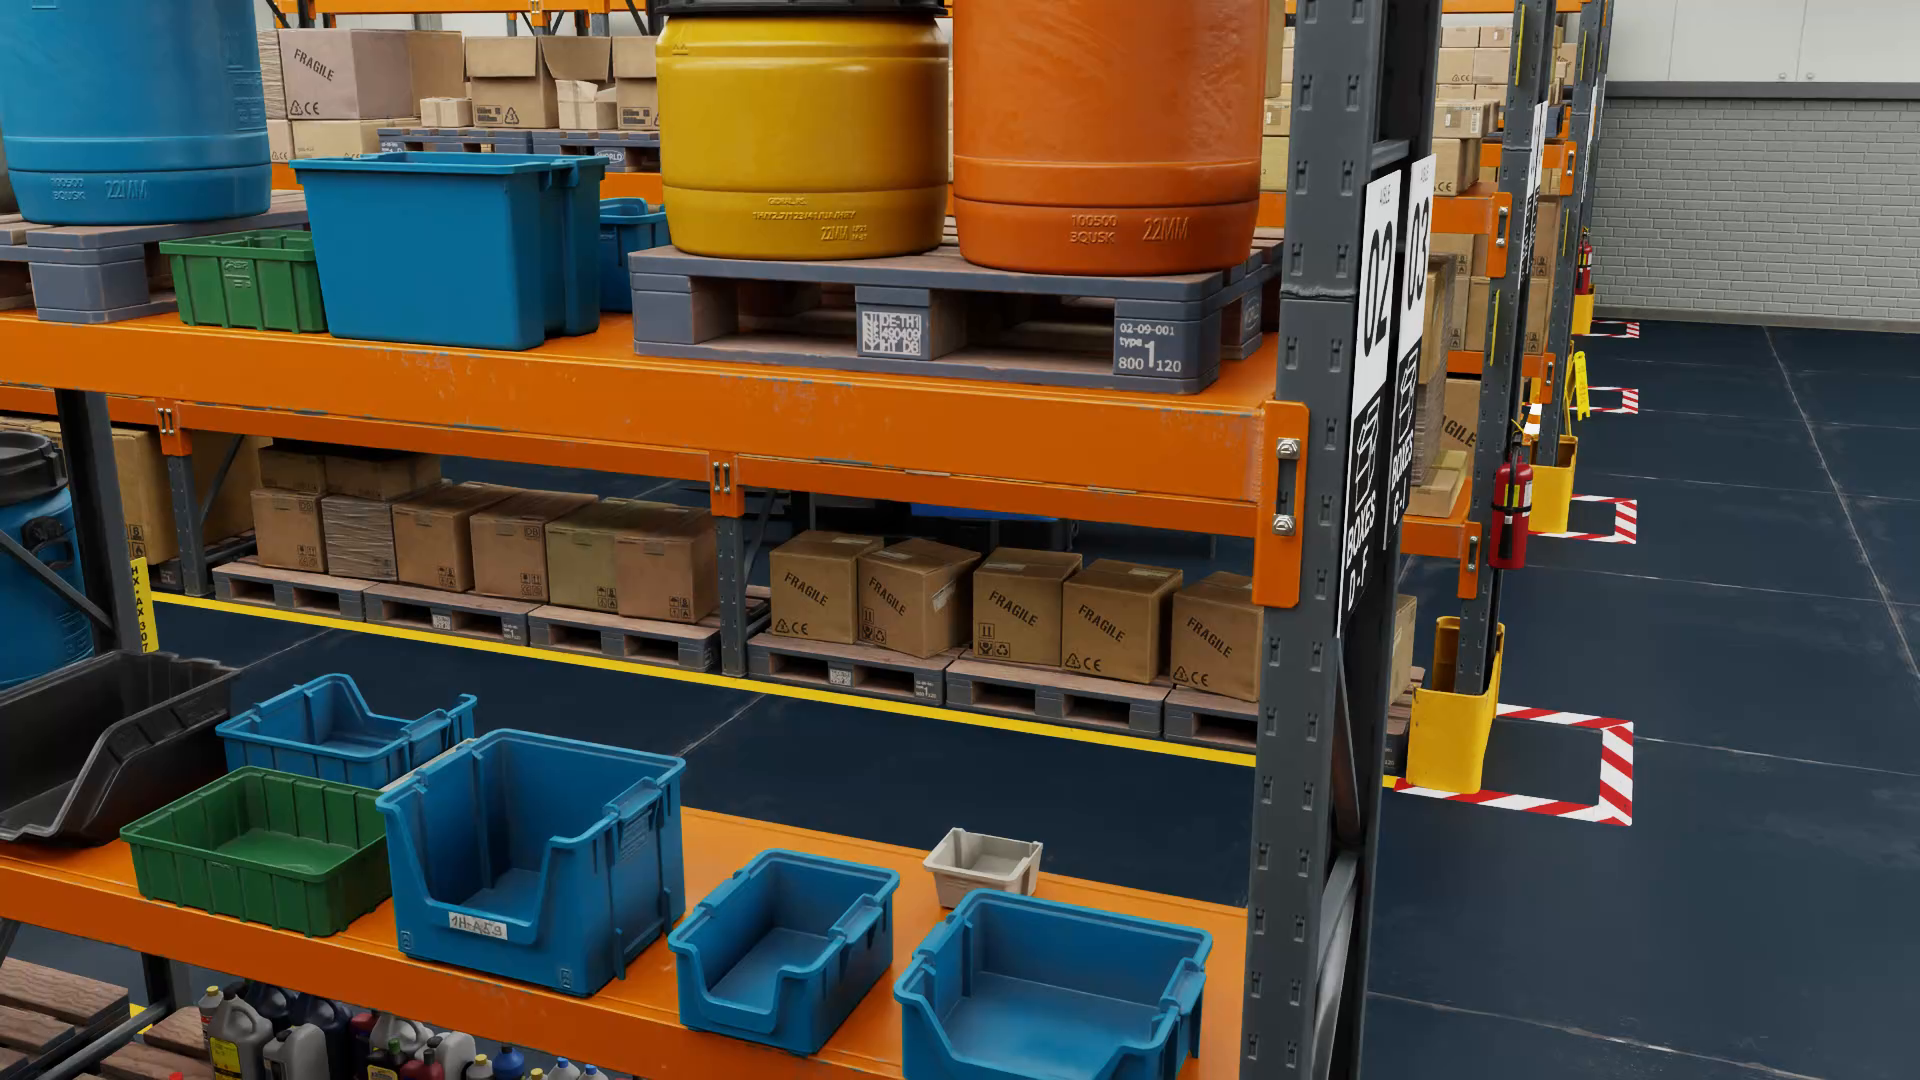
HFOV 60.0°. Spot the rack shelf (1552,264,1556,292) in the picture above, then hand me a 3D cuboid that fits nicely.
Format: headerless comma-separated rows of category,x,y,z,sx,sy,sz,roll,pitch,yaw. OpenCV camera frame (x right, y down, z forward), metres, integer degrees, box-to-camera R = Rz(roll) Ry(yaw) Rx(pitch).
rack shelf,4.377,-2.806,17.749,4.000,0.370,1.077,6,17,21

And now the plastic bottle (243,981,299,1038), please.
plastic bottle,-2.232,1.551,5.414,0.185,0.351,0.144,6,17,19

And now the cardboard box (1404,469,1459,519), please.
cardboard box,2.261,-0.232,8.042,0.250,0.149,0.380,6,17,21

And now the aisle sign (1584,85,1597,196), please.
aisle sign,4.692,-2.972,12.367,0.004,0.787,0.394,6,17,21

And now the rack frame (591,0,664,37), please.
rack frame,-2.927,-5.352,14.469,0.127,3.000,1.000,6,17,21

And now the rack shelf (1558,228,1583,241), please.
rack shelf,6.195,-4.094,22.185,4.000,0.370,1.077,6,17,21

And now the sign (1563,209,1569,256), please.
sign,4.303,-2.183,11.812,0.005,0.325,0.100,6,17,21

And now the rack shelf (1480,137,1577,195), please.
rack shelf,2.655,-2.952,12.873,4.000,0.370,1.077,6,17,21

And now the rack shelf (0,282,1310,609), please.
rack shelf,-1.076,-0.392,4.053,4.000,0.370,1.077,6,17,21

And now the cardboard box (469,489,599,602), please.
cardboard box,-2.640,0.024,10.404,0.500,0.500,0.700,5,17,16

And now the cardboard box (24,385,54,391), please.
cardboard box,-5.852,-1.282,11.029,0.500,0.500,0.500,6,17,20

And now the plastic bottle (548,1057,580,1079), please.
plastic bottle,-1.200,1.695,5.058,0.097,0.271,0.097,0,16,0

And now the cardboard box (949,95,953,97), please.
cardboard box,0.035,-2.312,8.930,0.250,0.149,0.380,6,17,19

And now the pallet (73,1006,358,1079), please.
pallet,-2.327,1.917,5.190,1.213,0.211,1.003,6,17,21

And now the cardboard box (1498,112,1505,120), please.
cardboard box,5.325,-4.284,16.619,0.250,0.149,0.380,7,18,22

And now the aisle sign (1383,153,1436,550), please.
aisle sign,0.959,-0.409,3.540,0.004,0.787,0.394,6,17,21

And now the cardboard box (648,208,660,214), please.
cardboard box,-1.807,-1.393,9.763,1.000,1.000,1.000,6,17,21

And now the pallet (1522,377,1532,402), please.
pallet,5.424,-1.708,17.677,1.213,0.211,1.003,6,17,21

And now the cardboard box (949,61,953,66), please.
cardboard box,-0.021,-6.768,23.748,0.250,0.149,0.380,6,17,19

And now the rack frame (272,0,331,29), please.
rack frame,-8.646,-7.465,21.745,0.127,3.000,1.000,6,17,21

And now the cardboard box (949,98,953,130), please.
cardboard box,0.047,-2.126,8.290,0.250,0.149,0.380,6,17,20

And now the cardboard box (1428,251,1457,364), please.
cardboard box,2.190,-1.175,8.333,0.500,0.500,0.500,6,17,21

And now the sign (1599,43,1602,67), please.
sign,7.843,-5.923,20.369,0.005,0.325,0.100,6,17,21

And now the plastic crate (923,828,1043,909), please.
plastic crate,0.070,0.860,4.305,0.250,0.136,0.298,6,17,21

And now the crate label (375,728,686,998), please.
crate label,-1.027,0.773,4.068,0.616,0.435,0.502,6,17,21

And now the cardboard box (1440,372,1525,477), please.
cardboard box,3.860,-0.886,12.904,0.875,0.875,0.875,6,17,21

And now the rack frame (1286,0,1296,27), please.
rack frame,4.334,-7.525,21.953,0.127,3.000,1.000,6,17,21

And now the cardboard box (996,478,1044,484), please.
cardboard box,0.370,-0.415,8.674,0.250,0.149,0.380,6,17,21

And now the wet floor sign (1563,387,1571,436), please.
wet floor sign,5.269,-1.033,14.573,0.232,0.644,0.267,3,17,11

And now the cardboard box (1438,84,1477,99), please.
cardboard box,3.609,-3.220,12.024,0.250,0.149,0.380,7,17,21

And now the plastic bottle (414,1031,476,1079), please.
plastic bottle,-1.603,1.657,5.182,0.135,0.276,0.152,7,17,22

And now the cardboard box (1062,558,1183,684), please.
cardboard box,0.883,0.433,9.033,0.500,0.500,0.500,8,18,26

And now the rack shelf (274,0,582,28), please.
rack shelf,-6.786,-6.722,21.197,4.000,0.370,1.077,6,17,21

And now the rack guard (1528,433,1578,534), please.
rack guard,4.538,-0.450,12.826,0.348,0.500,1.175,6,17,21

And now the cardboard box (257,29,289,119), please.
cardboard box,-4.027,-2.756,9.830,0.500,0.500,0.500,6,17,21

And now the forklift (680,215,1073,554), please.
forklift,-0.703,-1.444,11.891,3.031,2.935,1.130,3,16,9

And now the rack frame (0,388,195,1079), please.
rack frame,-2.937,0.499,5.075,0.127,3.000,1.000,6,17,21

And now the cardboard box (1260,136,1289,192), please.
cardboard box,1.594,-1.779,7.810,0.500,0.250,0.500,6,17,21

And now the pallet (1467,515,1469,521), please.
pallet,3.743,-0.375,13.087,1.213,0.211,1.003,6,17,21

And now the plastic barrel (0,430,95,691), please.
plastic barrel,-3.185,0.140,5.412,0.708,0.901,0.600,6,17,21

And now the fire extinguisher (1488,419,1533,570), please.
fire extinguisher,2.539,-0.208,7.649,0.183,0.674,0.296,6,17,21

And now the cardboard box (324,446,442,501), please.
cardboard box,-3.709,-0.454,10.705,0.500,0.250,0.500,8,18,27

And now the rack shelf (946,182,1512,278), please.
rack shelf,0.741,-1.676,8.477,4.000,0.370,1.077,6,17,21

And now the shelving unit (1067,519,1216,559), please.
shelving unit,1.321,-0.683,11.835,1.048,1.500,0.538,3,16,9

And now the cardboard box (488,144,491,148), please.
cardboard box,-5.762,-5.046,21.039,0.250,0.149,0.380,6,17,21

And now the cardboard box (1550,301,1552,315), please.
cardboard box,7.502,-3.082,21.588,0.500,0.250,0.500,6,17,21

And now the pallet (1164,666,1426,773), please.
pallet,1.788,0.863,8.824,1.213,0.211,1.003,6,17,21

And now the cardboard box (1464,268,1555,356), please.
cardboard box,4.154,-1.751,12.555,0.550,0.550,0.875,6,17,21

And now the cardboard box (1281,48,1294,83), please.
cardboard box,2.557,-3.546,12.430,0.500,0.250,0.500,6,17,21

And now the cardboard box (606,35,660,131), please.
cardboard box,-1.520,-2.551,9.263,0.637,0.503,0.797,5,17,18

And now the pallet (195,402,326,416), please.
pallet,-4.138,-1.058,10.780,1.003,0.211,1.213,6,17,21

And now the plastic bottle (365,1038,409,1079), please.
plastic bottle,-1.767,1.665,5.141,0.133,0.283,0.061,6,17,21

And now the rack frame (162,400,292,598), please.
rack frame,-4.840,-1.195,10.910,0.127,3.000,1.000,6,17,21

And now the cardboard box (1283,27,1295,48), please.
cardboard box,2.424,-3.733,12.361,0.250,0.149,0.380,6,17,20

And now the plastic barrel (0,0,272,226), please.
plastic barrel,-2.050,-1.255,4.082,0.708,0.901,0.600,6,17,21

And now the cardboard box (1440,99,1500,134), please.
cardboard box,2.430,-2.025,7.941,0.250,0.149,0.380,6,17,20

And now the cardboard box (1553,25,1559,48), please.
cardboard box,4.078,-3.552,11.735,0.250,0.149,0.380,6,17,21

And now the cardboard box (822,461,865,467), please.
cardboard box,-0.559,-0.518,9.028,0.250,0.149,0.380,6,17,21

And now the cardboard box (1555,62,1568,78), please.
cardboard box,5.815,-4.608,16.305,0.250,0.149,0.380,6,17,21
